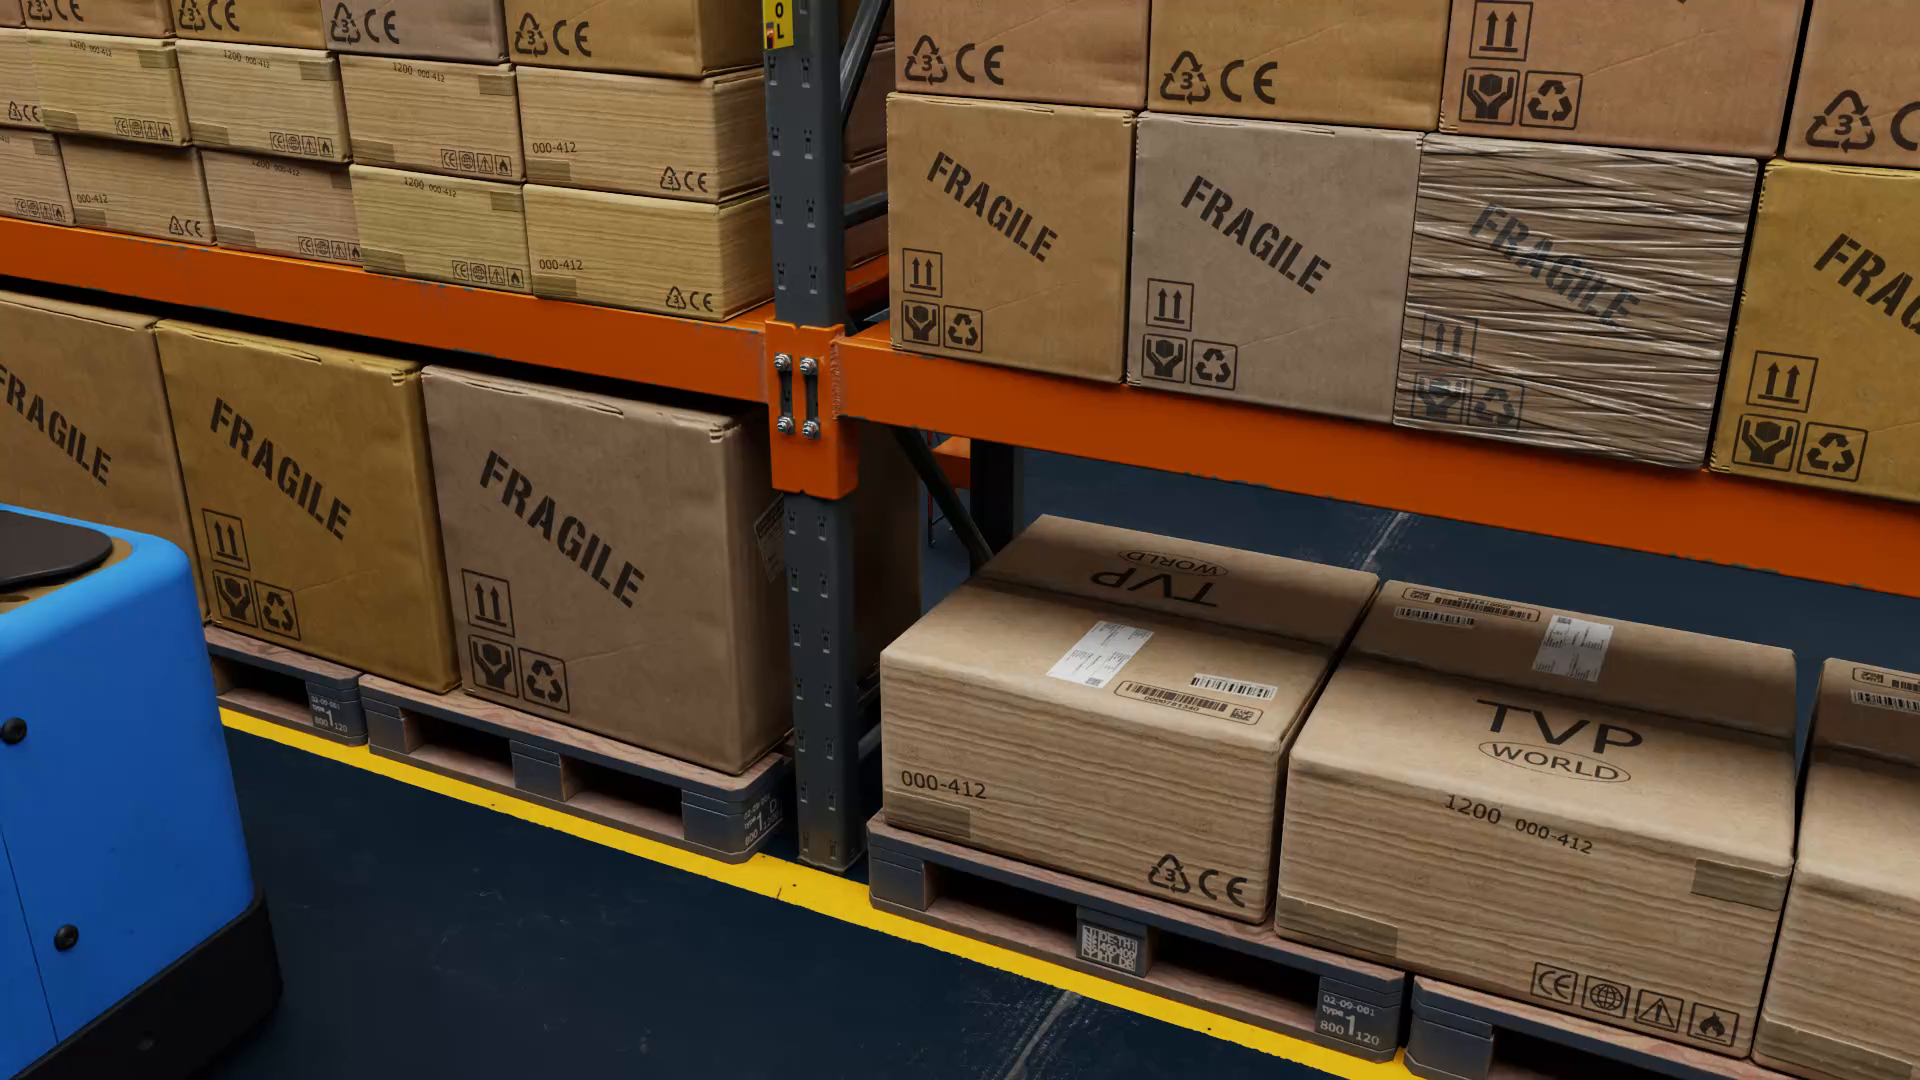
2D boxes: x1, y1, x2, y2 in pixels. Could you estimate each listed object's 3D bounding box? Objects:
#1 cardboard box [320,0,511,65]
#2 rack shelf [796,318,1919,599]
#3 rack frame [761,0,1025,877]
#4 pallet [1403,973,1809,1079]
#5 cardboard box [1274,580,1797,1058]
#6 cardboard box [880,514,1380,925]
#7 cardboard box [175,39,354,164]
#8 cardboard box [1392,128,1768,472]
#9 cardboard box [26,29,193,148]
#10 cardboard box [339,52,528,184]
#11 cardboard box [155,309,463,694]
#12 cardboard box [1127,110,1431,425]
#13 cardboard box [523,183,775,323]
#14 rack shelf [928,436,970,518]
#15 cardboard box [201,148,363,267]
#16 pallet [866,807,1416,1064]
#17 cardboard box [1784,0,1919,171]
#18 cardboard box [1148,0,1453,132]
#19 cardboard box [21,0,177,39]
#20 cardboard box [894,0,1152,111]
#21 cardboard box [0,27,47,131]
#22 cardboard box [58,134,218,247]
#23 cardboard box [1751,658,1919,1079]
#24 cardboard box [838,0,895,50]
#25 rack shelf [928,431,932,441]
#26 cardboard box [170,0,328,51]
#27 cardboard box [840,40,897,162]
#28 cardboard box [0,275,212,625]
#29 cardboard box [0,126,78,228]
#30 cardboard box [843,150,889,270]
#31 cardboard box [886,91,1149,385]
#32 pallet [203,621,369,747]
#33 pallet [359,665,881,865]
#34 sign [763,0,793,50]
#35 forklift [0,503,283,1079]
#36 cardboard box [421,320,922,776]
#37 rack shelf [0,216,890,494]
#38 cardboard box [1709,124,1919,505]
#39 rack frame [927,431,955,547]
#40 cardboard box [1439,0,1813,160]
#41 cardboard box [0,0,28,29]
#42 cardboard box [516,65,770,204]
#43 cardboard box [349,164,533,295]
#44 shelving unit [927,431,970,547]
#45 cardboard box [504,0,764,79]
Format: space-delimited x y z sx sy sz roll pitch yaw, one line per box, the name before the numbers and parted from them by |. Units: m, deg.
cardboard box | -1.081 -1.363 3.717 0.500 0.500 0.500 12 26 26
rack shelf | 1.681 -0.093 3.054 4.000 0.370 1.077 11 25 25
rack frame | -0.104 -0.777 3.744 0.127 3.000 1.000 11 25 25
pallet | 1.632 0.883 3.404 1.213 0.211 1.003 11 25 25
cardboard box | 1.207 0.515 3.443 0.875 0.438 0.875 10 25 23
cardboard box | 0.408 0.357 3.814 0.875 0.438 0.875 11 25 24
cardboard box | -1.521 -1.106 4.070 0.500 0.250 0.500 12 26 26
cardboard box | 1.085 -0.468 2.890 0.500 0.500 0.500 11 26 25
cardboard box | -1.986 -1.190 4.269 0.500 0.250 0.500 12 26 25
cardboard box | -1.056 -1.016 3.860 0.500 0.250 0.500 12 26 26
cardboard box | -1.503 -0.231 4.638 0.875 0.875 0.875 12 26 26
cardboard box | 0.644 -0.558 3.102 0.500 0.500 0.500 11 26 25
cardboard box | -0.618 -0.699 3.752 0.500 0.250 0.500 11 25 23
rack shelf | 0.048 -0.208 5.635 0.240 0.259 0.215 11 25 25
cardboard box | -1.513 -0.885 4.190 0.500 0.250 0.500 10 25 23
pallet | 0.540 0.668 3.909 1.213 0.211 1.003 11 25 25
cardboard box | 1.561 -0.839 2.484 0.500 0.500 0.500 11 25 24
cardboard box | 0.660 -1.023 2.917 0.500 0.500 0.500 11 25 24
cardboard box | -1.993 -1.545 4.146 0.500 0.500 0.500 12 26 25
cardboard box | 0.212 -1.114 3.132 0.500 0.500 0.500 11 26 25
cardboard box | -2.433 -1.284 4.490 0.500 0.250 0.500 11 25 24
cardboard box | -1.976 -0.975 4.401 0.500 0.250 0.500 11 25 25
cardboard box | 2.011 0.675 3.067 0.875 0.438 0.875 12 26 26
cardboard box | -0.367 -1.461 3.947 0.500 0.500 0.500 12 26 25
rack shelf | 0.048 -0.464 5.526 0.240 0.259 0.215 11 25 25
cardboard box | -1.524 -1.459 3.943 0.500 0.500 0.500 12 26 26
cardboard box | -0.369 -1.114 4.089 0.500 0.250 0.500 10 25 23
cardboard box | -2.300 -0.389 5.009 0.875 0.875 0.875 12 26 25
cardboard box | -2.418 -1.061 4.603 0.500 0.250 0.500 12 26 26
cardboard box | -0.377 -0.878 4.173 0.500 0.250 0.500 11 25 23
cardboard box | 0.197 -0.648 3.314 0.500 0.500 0.500 12 26 26
pallet | -1.919 0.182 5.053 1.213 0.211 1.003 11 25 25
pallet | -0.826 0.397 4.548 1.213 0.211 1.003 11 25 25
sign | -0.340 -1.082 3.083 0.005 0.325 0.100 11 25 25
forklift | -2.943 -0.419 2.991 3.031 2.935 1.130 10 25 22
cardboard box | -0.693 -0.074 4.269 0.875 0.875 0.875 12 26 26
rack shelf | -1.889 -0.799 4.715 4.000 0.370 1.077 11 25 25
cardboard box | 1.545 -0.377 2.676 0.500 0.500 0.500 12 26 26
rack frame | -0.061 -0.495 5.573 0.008 1.050 0.200 11 25 25
cardboard box | 1.112 -0.928 2.695 0.500 0.500 0.500 12 26 26
cardboard box | -2.442 -1.636 4.358 0.500 0.500 0.500 12 26 26
cardboard box | -0.607 -0.931 3.659 0.500 0.250 0.500 11 25 24
cardboard box | -1.072 -0.789 3.965 0.500 0.250 0.500 11 25 24
shelving unit | 0.048 -0.474 5.522 0.252 1.050 0.215 11 25 25
cardboard box | -0.616 -1.274 3.508 0.500 0.500 0.500 12 26 26
